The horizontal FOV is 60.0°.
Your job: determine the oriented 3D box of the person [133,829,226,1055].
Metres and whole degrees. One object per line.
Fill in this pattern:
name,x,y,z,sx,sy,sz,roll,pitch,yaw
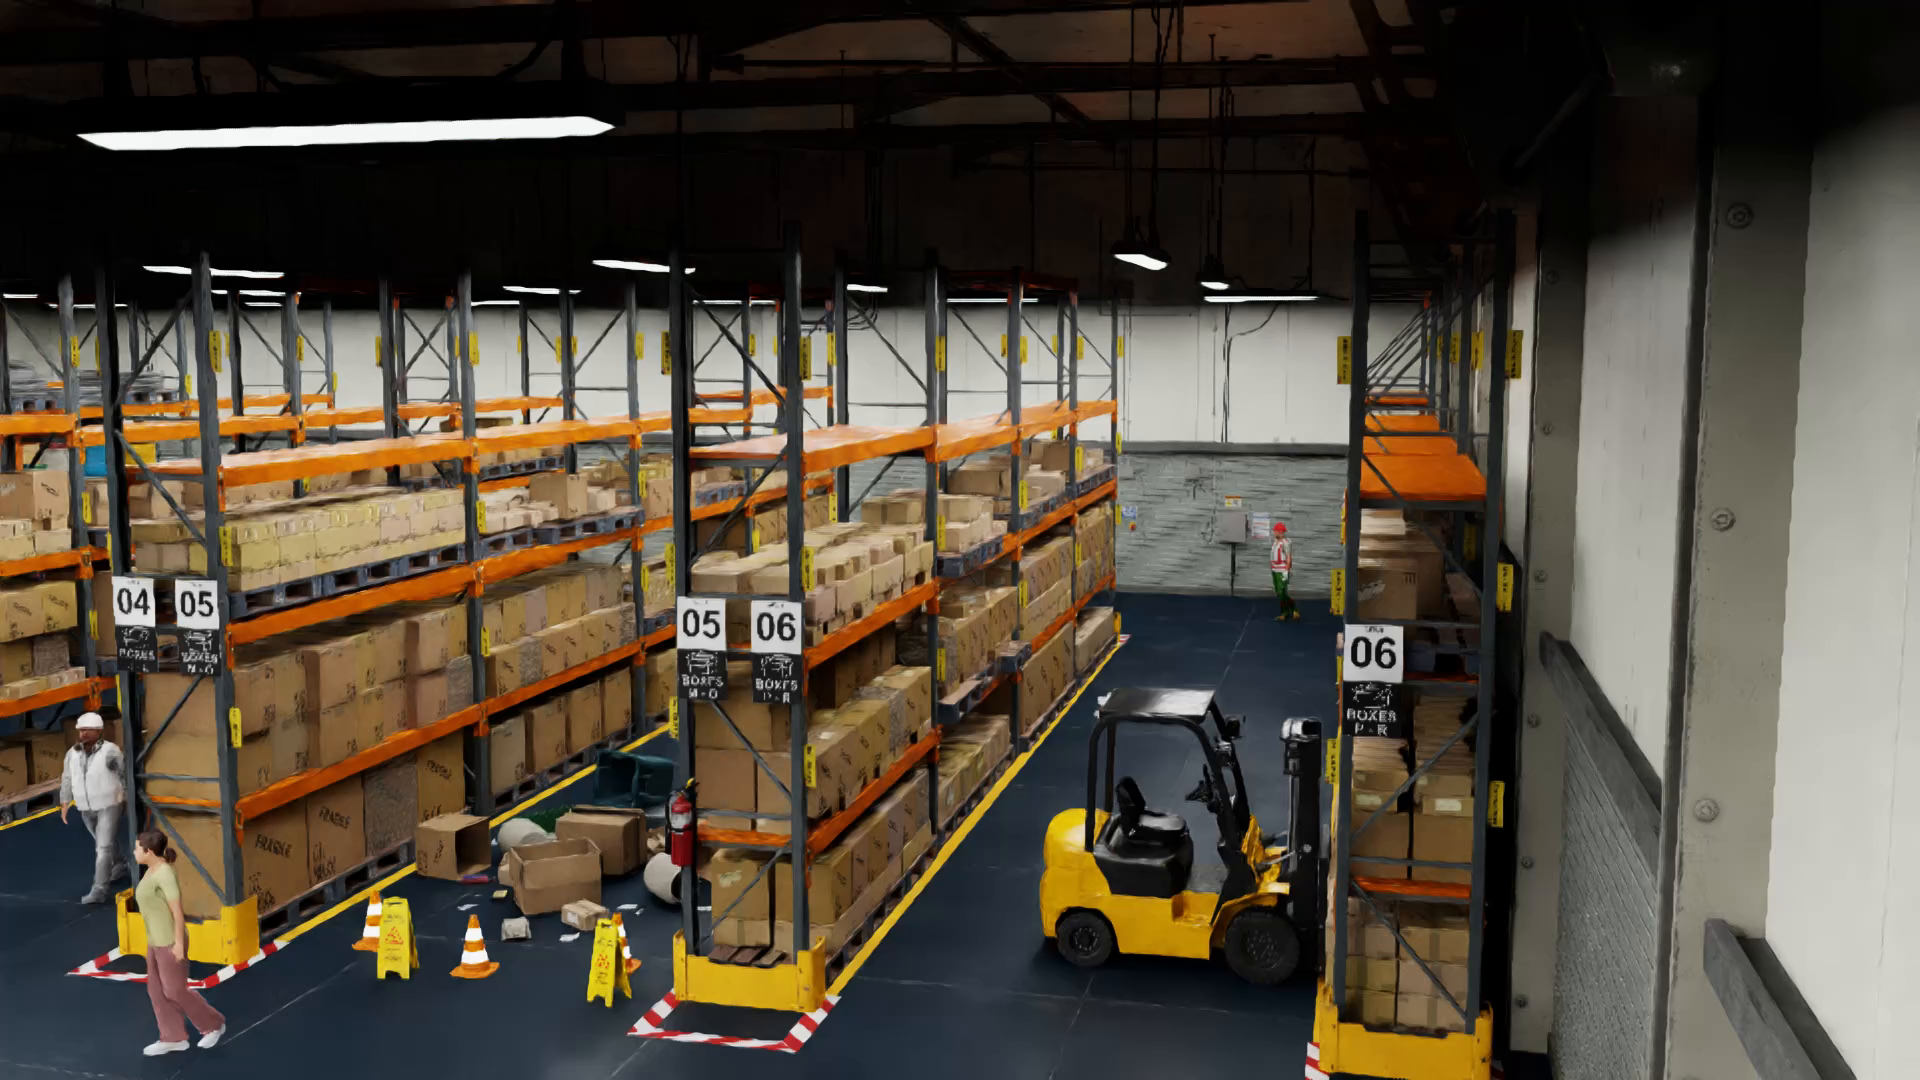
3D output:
person,-5.654,2.889,12.038,0.541,1.661,0.511,-6,9,-39

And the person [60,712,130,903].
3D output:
person,-8.012,2.435,15.410,0.538,1.715,1.026,1,7,6

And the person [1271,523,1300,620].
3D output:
person,5.927,0.578,30.311,0.460,1.779,0.696,-3,7,-20
